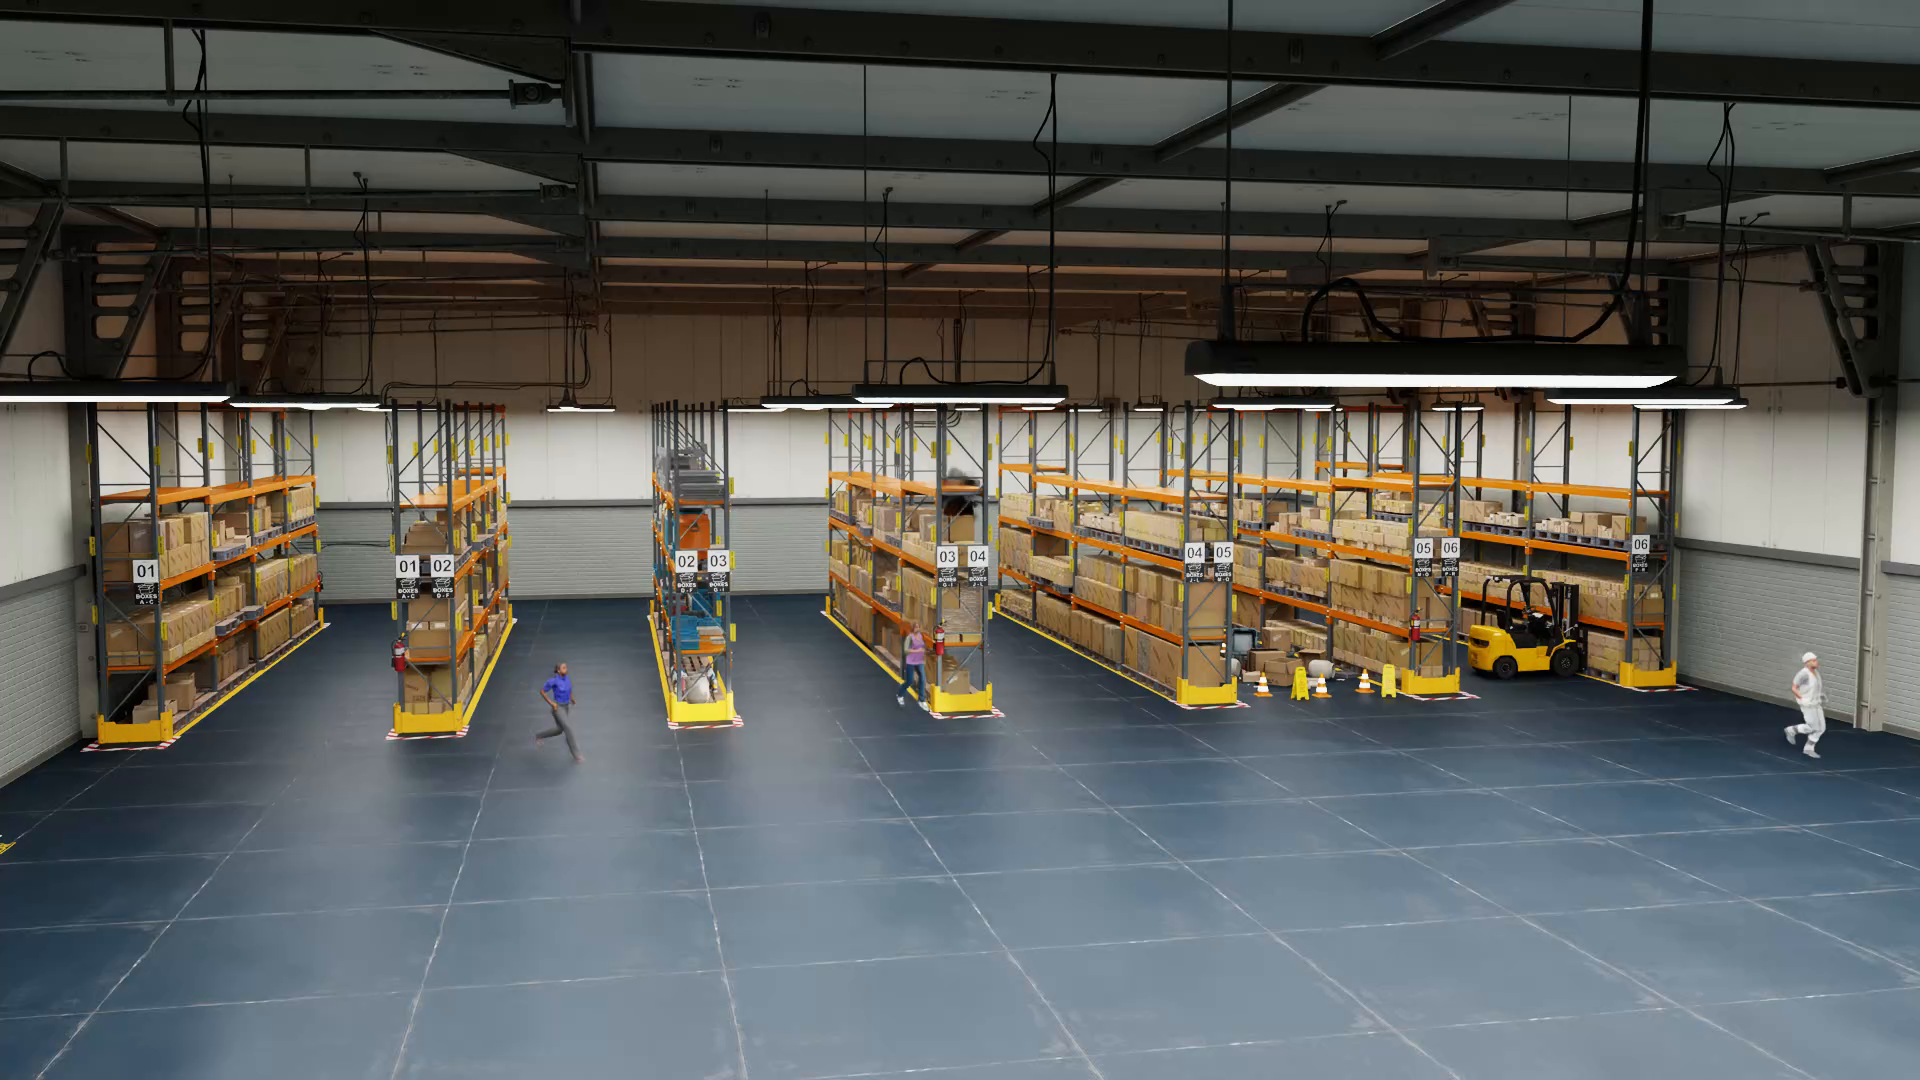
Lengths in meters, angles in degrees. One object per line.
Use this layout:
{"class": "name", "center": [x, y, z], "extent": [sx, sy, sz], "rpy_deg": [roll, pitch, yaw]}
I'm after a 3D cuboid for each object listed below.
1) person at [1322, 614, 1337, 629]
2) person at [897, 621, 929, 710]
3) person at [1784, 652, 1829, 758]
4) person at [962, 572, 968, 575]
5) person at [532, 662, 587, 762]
{"class": "person", "center": [9.605, 1.700, 42.919], "extent": [0.521, 1.597, 0.717], "rpy_deg": [-1, 4, -11]}
{"class": "person", "center": [-0.875, 2.322, 30.951], "extent": [0.573, 1.631, 0.764], "rpy_deg": [-4, 6, -45]}
{"class": "person", "center": [14.242, 2.758, 27.984], "extent": [0.670, 1.752, 0.611], "rpy_deg": [-3, 5, -34]}
{"class": "person", "center": [0.023, 1.259, 48.400], "extent": [0.587, 1.680, 0.851], "rpy_deg": [1, 4, 14]}
{"class": "person", "center": [-6.651, 2.846, 27.618], "extent": [1.051, 1.670, 0.547], "rpy_deg": [1, 4, 16]}
